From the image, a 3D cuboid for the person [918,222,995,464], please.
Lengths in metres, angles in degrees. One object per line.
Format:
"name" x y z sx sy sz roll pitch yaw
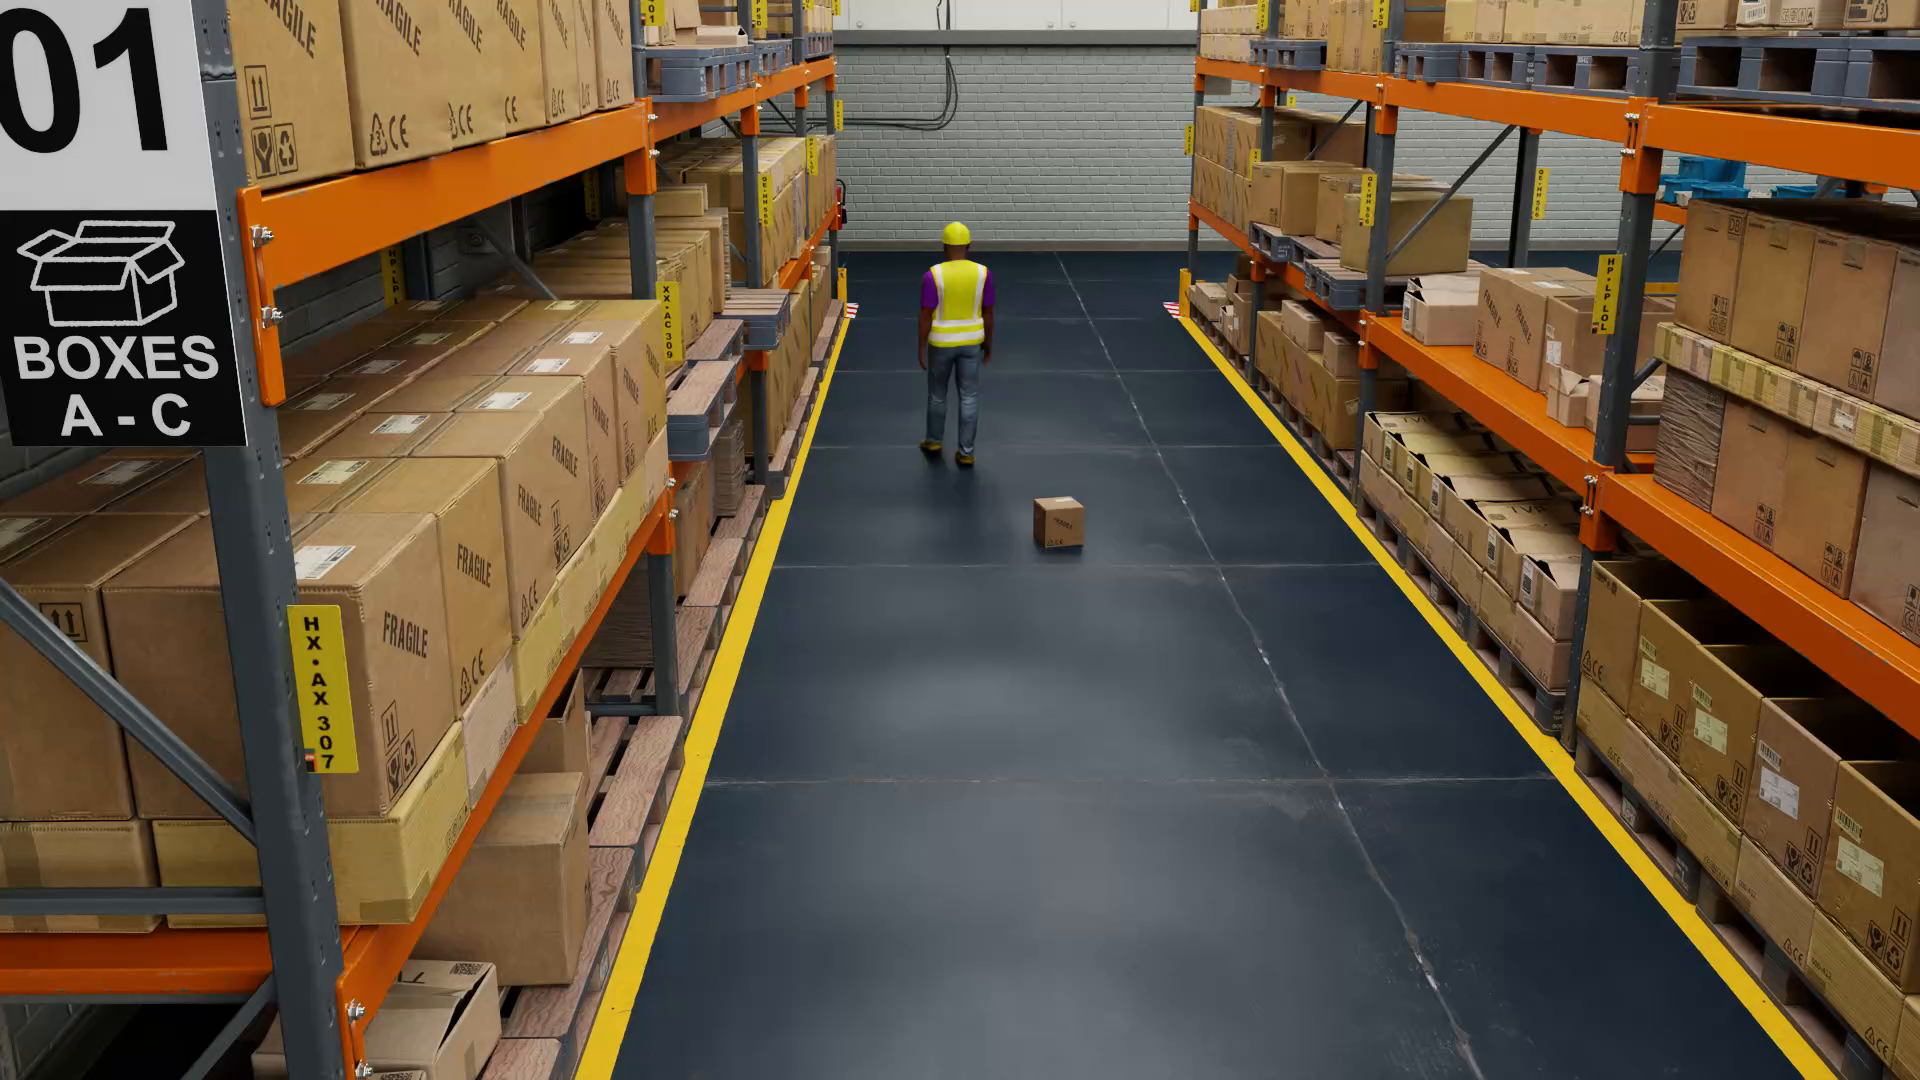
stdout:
"person" -0.055 -1.489 12.325 0.576 1.749 0.745 -3 17 -9
